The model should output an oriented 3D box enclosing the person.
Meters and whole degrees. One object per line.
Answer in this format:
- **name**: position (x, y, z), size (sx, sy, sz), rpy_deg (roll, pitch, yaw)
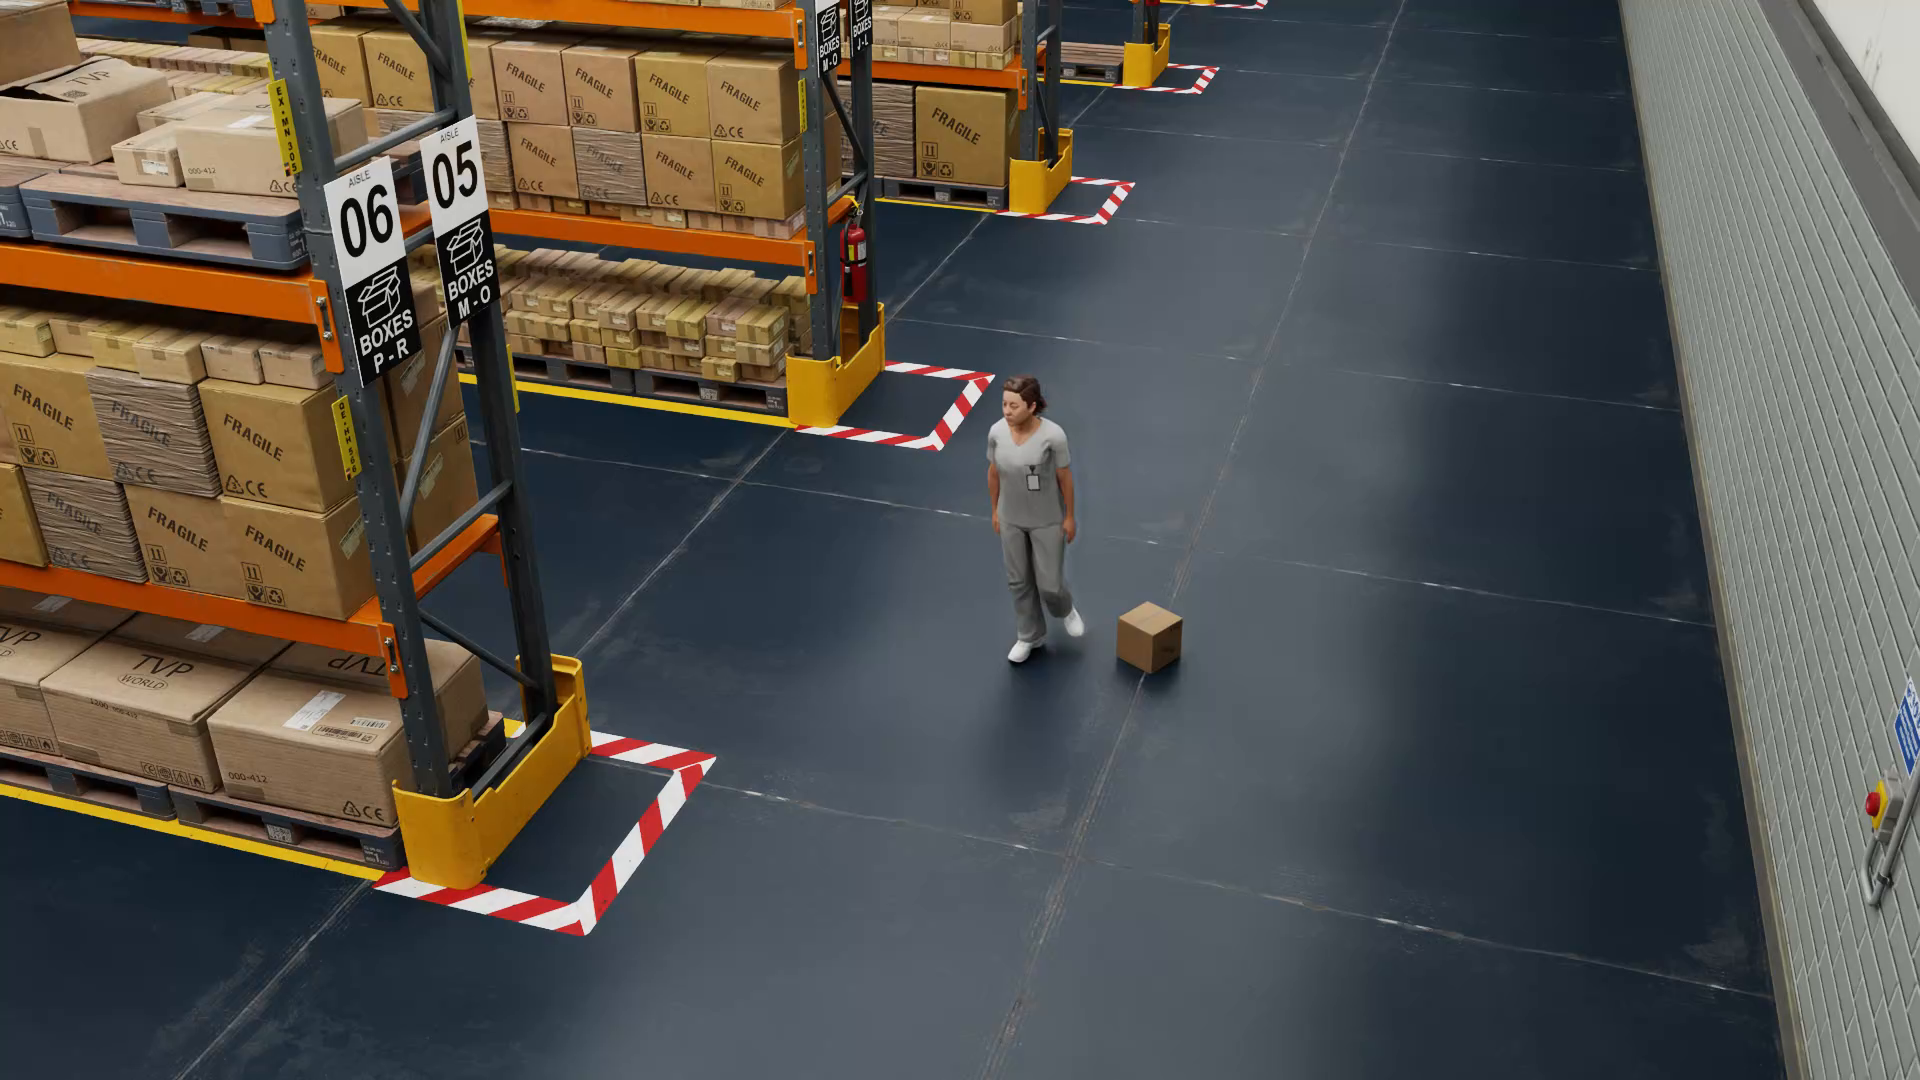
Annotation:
- **person**: position (0.407, -0.138, 8.746), size (0.522, 1.665, 0.510), rpy_deg (12, 31, 20)
